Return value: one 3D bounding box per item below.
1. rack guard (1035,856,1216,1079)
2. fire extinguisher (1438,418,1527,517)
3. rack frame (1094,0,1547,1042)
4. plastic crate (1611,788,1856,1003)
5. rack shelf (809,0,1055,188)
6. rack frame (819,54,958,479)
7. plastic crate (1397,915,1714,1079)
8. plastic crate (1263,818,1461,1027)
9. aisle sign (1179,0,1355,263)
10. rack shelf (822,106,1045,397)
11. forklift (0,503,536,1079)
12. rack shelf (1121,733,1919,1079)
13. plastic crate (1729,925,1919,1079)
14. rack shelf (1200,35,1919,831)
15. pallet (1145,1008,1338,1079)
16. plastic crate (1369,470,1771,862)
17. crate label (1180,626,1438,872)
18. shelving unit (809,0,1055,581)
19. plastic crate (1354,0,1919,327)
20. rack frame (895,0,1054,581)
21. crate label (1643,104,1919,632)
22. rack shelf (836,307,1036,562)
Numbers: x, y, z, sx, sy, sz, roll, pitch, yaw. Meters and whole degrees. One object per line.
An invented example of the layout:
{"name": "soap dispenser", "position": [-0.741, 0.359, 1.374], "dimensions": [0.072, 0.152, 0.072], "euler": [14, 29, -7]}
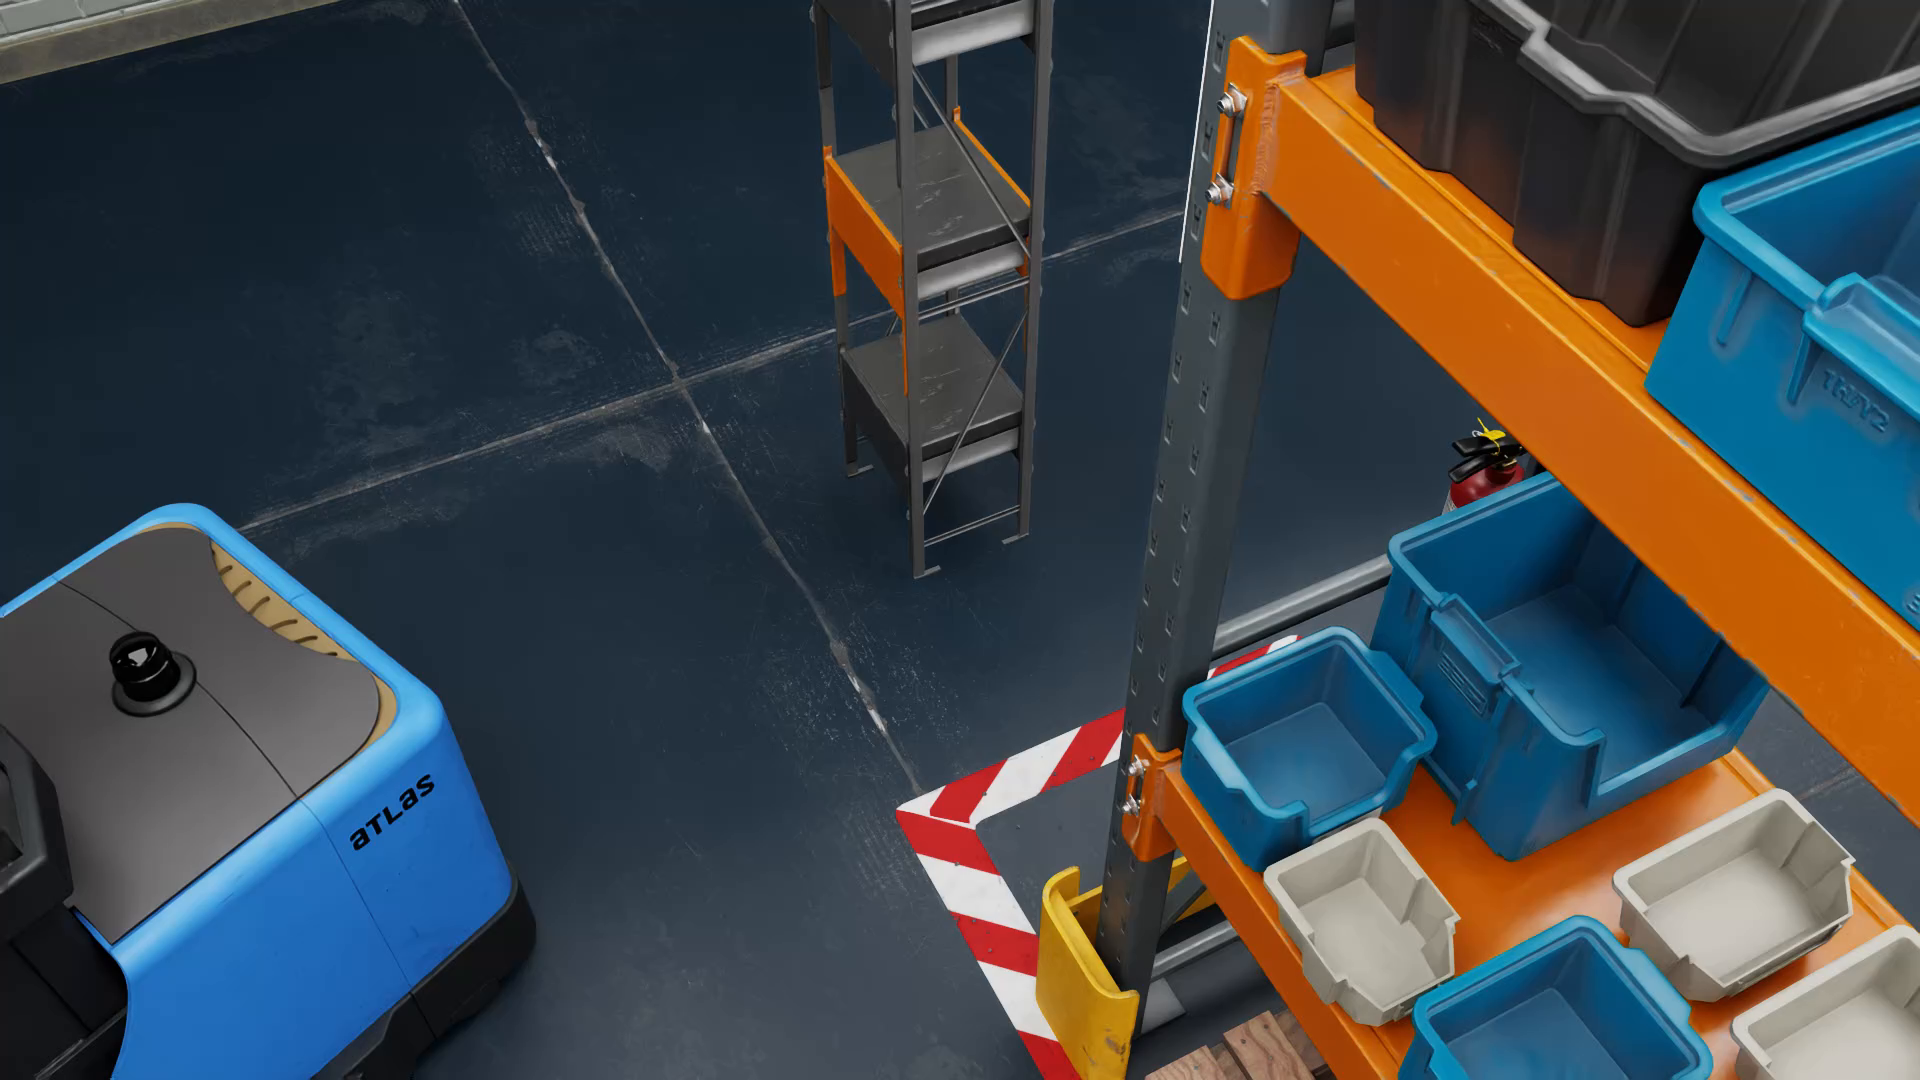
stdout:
{"name": "rack guard", "position": [0.767, 0.885, 4.144], "dimensions": [1.175, 0.500, 0.348], "euler": [-21, 52, -18]}
{"name": "fire extinguisher", "position": [1.125, -0.036, 3.588], "dimensions": [0.296, 0.674, 0.183], "euler": [-21, 52, -18]}
{"name": "rack frame", "position": [0.790, 0.073, 3.193], "dimensions": [1.000, 3.000, 0.127], "euler": [-21, 52, -18]}
{"name": "plastic crate", "position": [1.324, 0.624, 2.847], "dimensions": [0.396, 0.136, 0.243], "euler": [-21, 52, -18]}
{"name": "rack shelf", "position": [-0.076, -1.254, 4.040], "dimensions": [0.431, 0.518, 0.480], "euler": [-21, 52, -18]}
{"name": "rack frame", "position": [-0.187, -0.965, 4.699], "dimensions": [0.400, 2.100, 0.015], "euler": [-21, 52, -18]}
{"name": "plastic crate", "position": [0.911, 0.828, 2.605], "dimensions": [0.416, 0.233, 0.300], "euler": [-21, 52, -18]}
{"name": "plastic crate", "position": [0.683, 0.662, 2.813], "dimensions": [0.250, 0.136, 0.298], "euler": [-21, 52, -18]}
{"name": "aisle sign", "position": [0.493, -0.729, 2.167], "dimensions": [0.394, 0.787, 0.004], "euler": [-21, 52, -18]}
{"name": "rack shelf", "position": [-0.076, -0.793, 4.567], "dimensions": [0.431, 0.518, 0.480], "euler": [-21, 52, -18]}
{"name": "forklift", "position": [-2.415, 0.714, 2.678], "dimensions": [1.130, 2.935, 3.031], "euler": [32, 56, 25]}
{"name": "rack shelf", "position": [1.705, 1.649, 2.293], "dimensions": [1.077, 0.370, 4.000], "euler": [-21, 52, -18]}
{"name": "plastic crate", "position": [1.444, 0.823, 2.673], "dimensions": [0.396, 0.136, 0.243], "euler": [-21, 52, -18]}
{"name": "rack shelf", "position": [1.705, 0.661, 1.164], "dimensions": [1.077, 0.370, 4.000], "euler": [-21, 52, -18]}
{"name": "pallet", "position": [1.133, 1.557, 3.748], "dimensions": [1.003, 0.211, 1.213], "euler": [-21, 52, -18]}
{"name": "plastic crate", "position": [1.109, 0.202, 3.018], "dimensions": [0.616, 0.435, 0.499], "euler": [-21, 52, -18]}
{"name": "crate label", "position": [0.610, 0.387, 2.990], "dimensions": [0.416, 0.233, 0.303], "euler": [-21, 52, -18]}
{"name": "shelving unit", "position": [-0.076, -0.802, 4.557], "dimensions": [0.431, 2.100, 0.503], "euler": [-21, 52, -18]}
{"name": "plastic crate", "position": [0.718, -0.518, 1.804], "dimensions": [0.497, 0.269, 0.590], "euler": [-21, 52, -18]}
{"name": "rack frame", "position": [0.036, -0.639, 4.414], "dimensions": [0.400, 2.100, 0.015], "euler": [-21, 52, -18]}
{"name": "crate label", "position": [0.925, -0.137, 1.483], "dimensions": [0.408, 0.251, 0.502], "euler": [-21, 52, -18]}
{"name": "rack shelf", "position": [-0.076, -0.332, 5.094], "dimensions": [0.431, 0.518, 0.480], "euler": [-21, 52, -18]}
